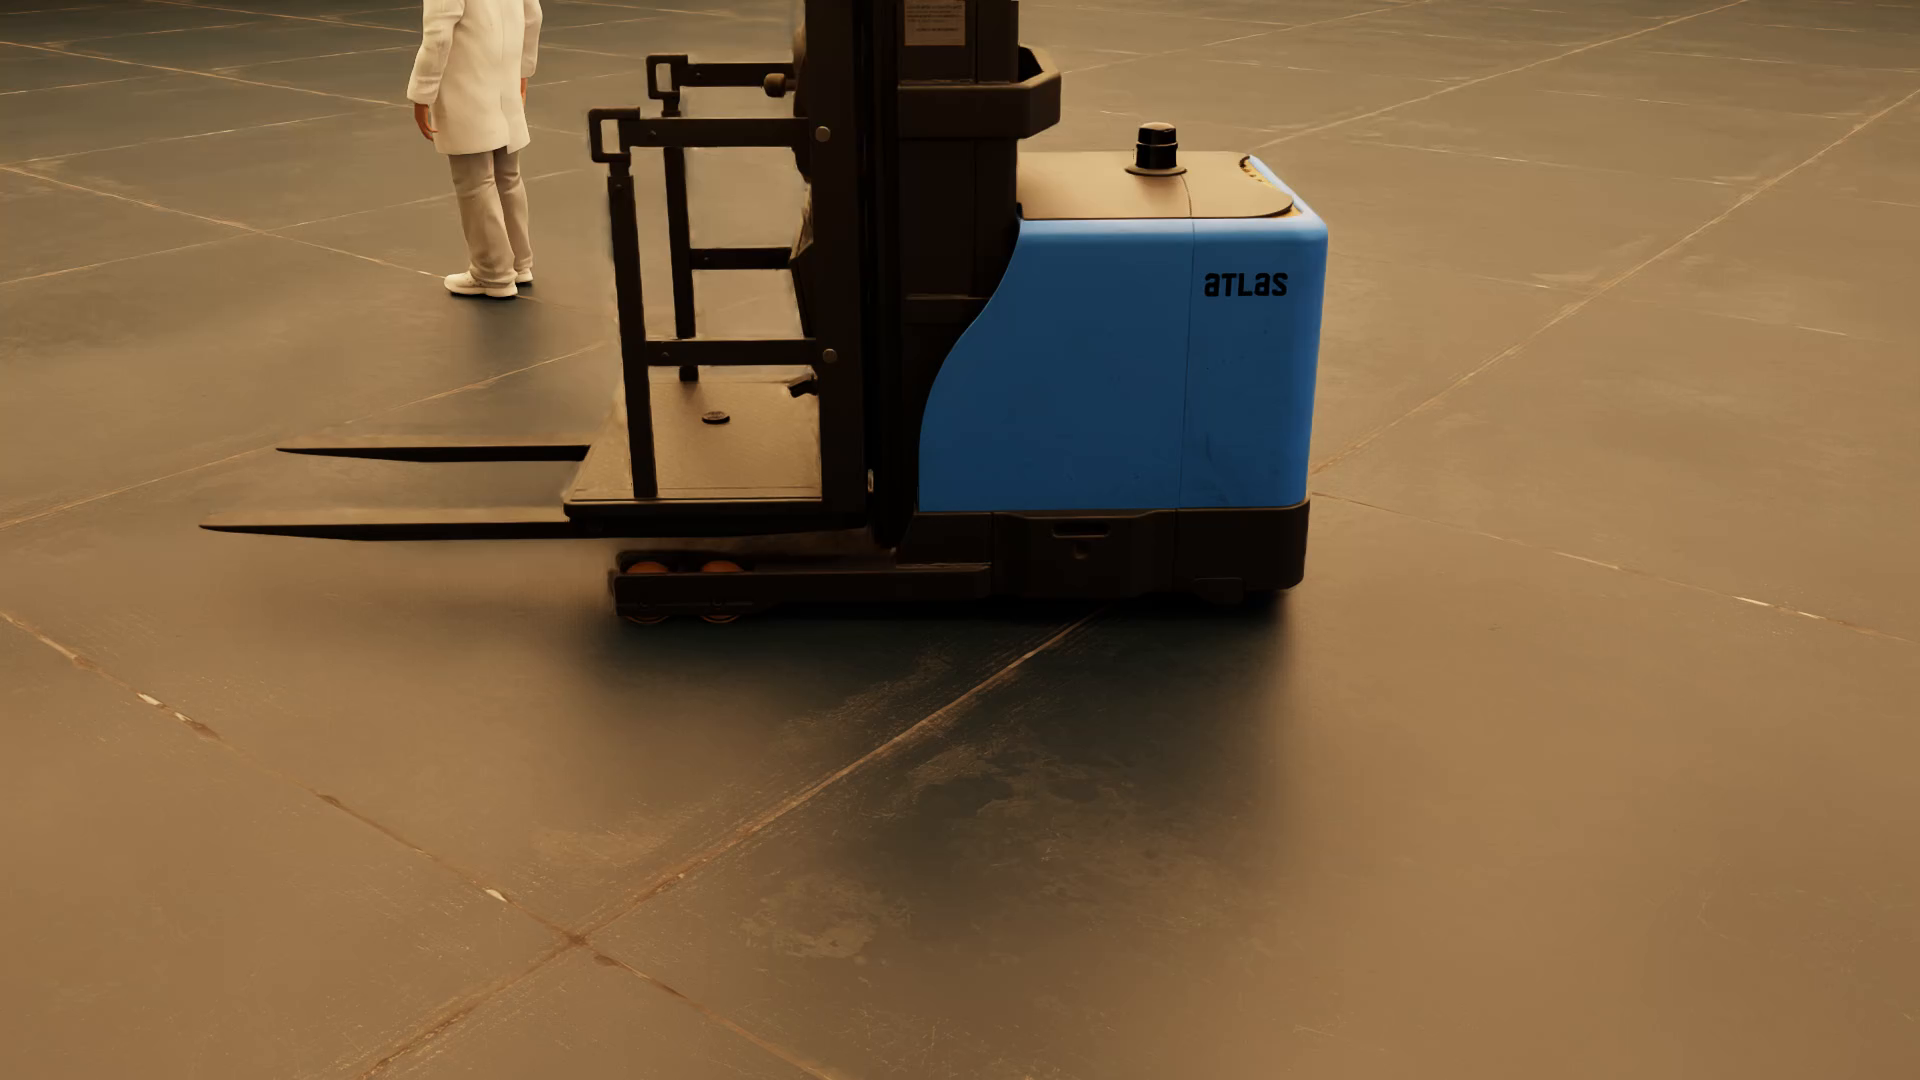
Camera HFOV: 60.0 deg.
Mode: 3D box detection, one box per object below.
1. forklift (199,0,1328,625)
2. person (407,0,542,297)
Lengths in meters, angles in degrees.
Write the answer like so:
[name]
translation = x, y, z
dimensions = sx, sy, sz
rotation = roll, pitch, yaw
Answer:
[forklift]
translation = -0.579, -1.331, 4.399
dimensions = 3.031, 2.935, 1.130
rotation = -1, 23, -2
[person]
translation = -2.173, -1.952, 7.265
dimensions = 0.581, 1.775, 0.694
rotation = 14, 27, 28
